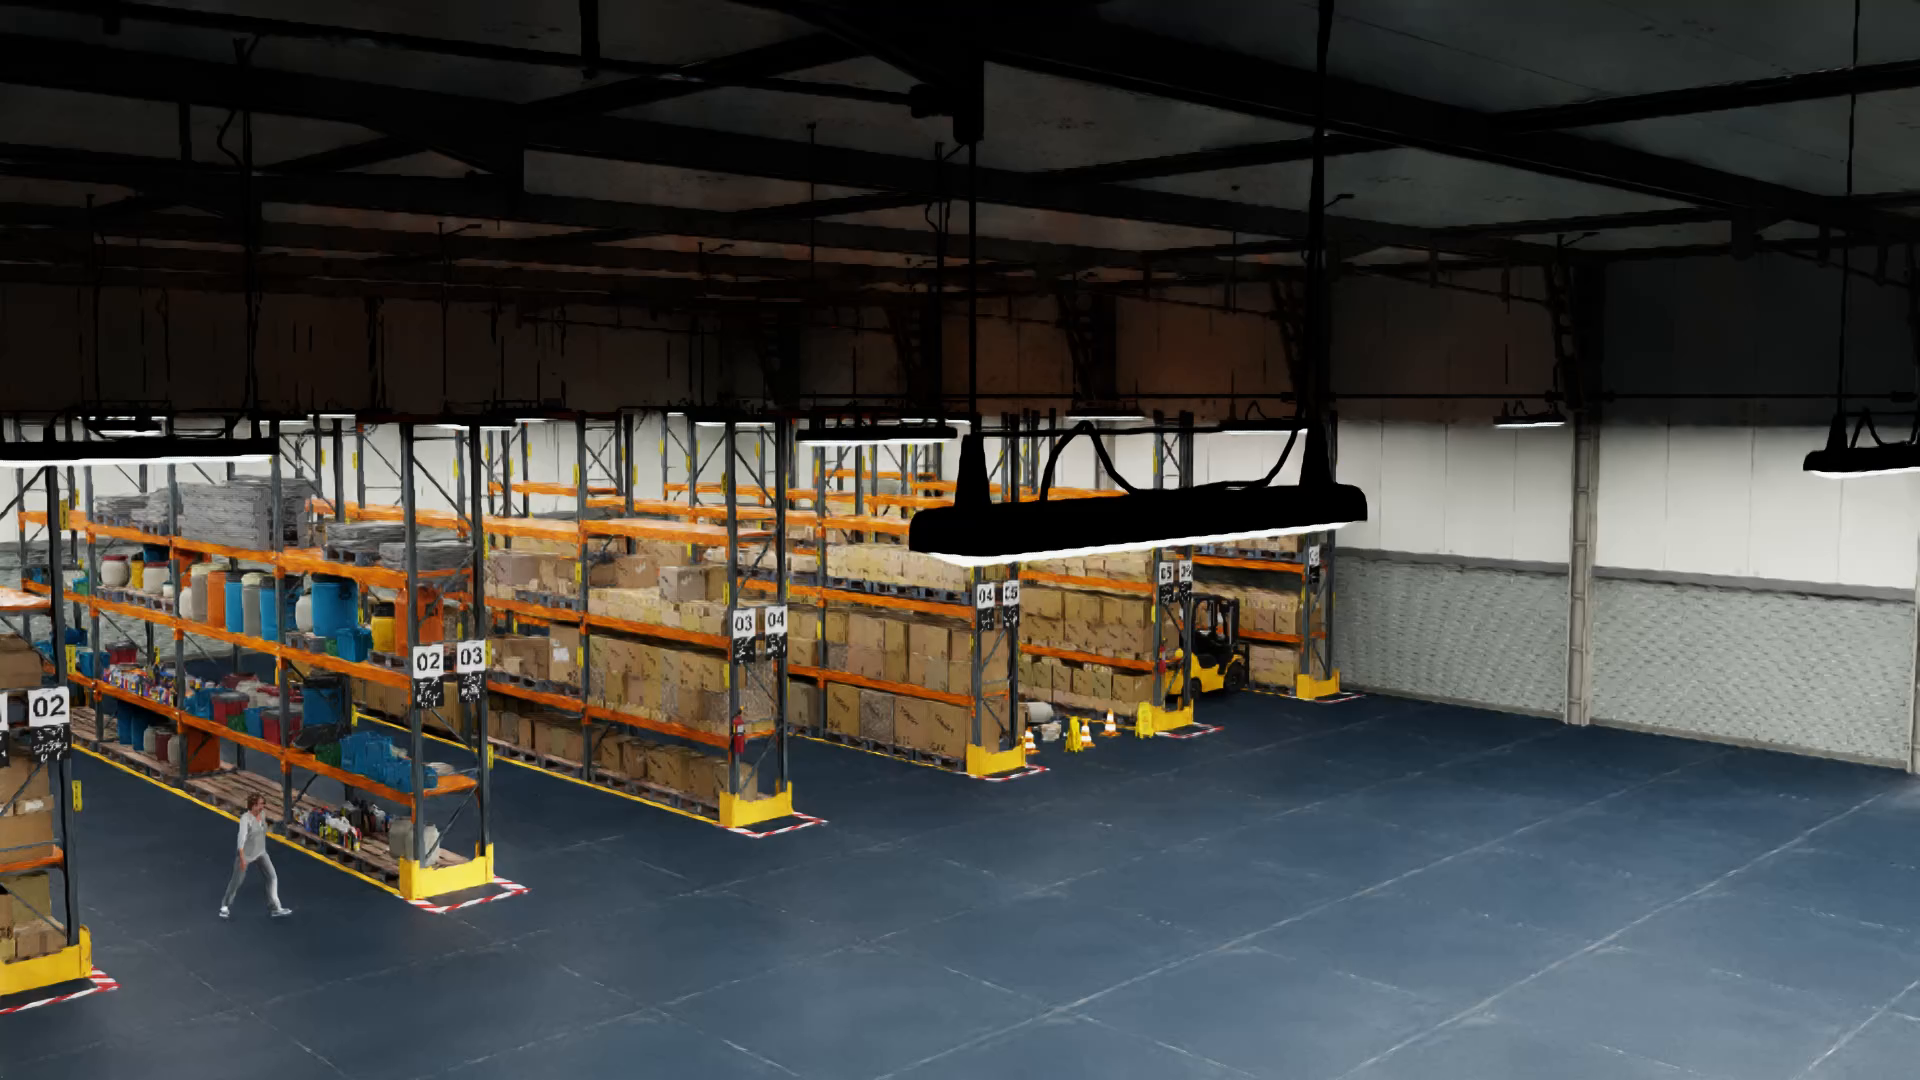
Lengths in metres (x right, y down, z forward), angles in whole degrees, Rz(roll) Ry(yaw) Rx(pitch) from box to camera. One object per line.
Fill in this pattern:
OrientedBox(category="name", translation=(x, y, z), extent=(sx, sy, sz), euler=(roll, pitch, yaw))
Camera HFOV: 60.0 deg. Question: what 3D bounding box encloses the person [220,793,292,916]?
OrientedBox(category="person", translation=(-8.583, 3.811, 20.140), extent=(0.880, 1.537, 0.453), euler=(2, 5, 22))
